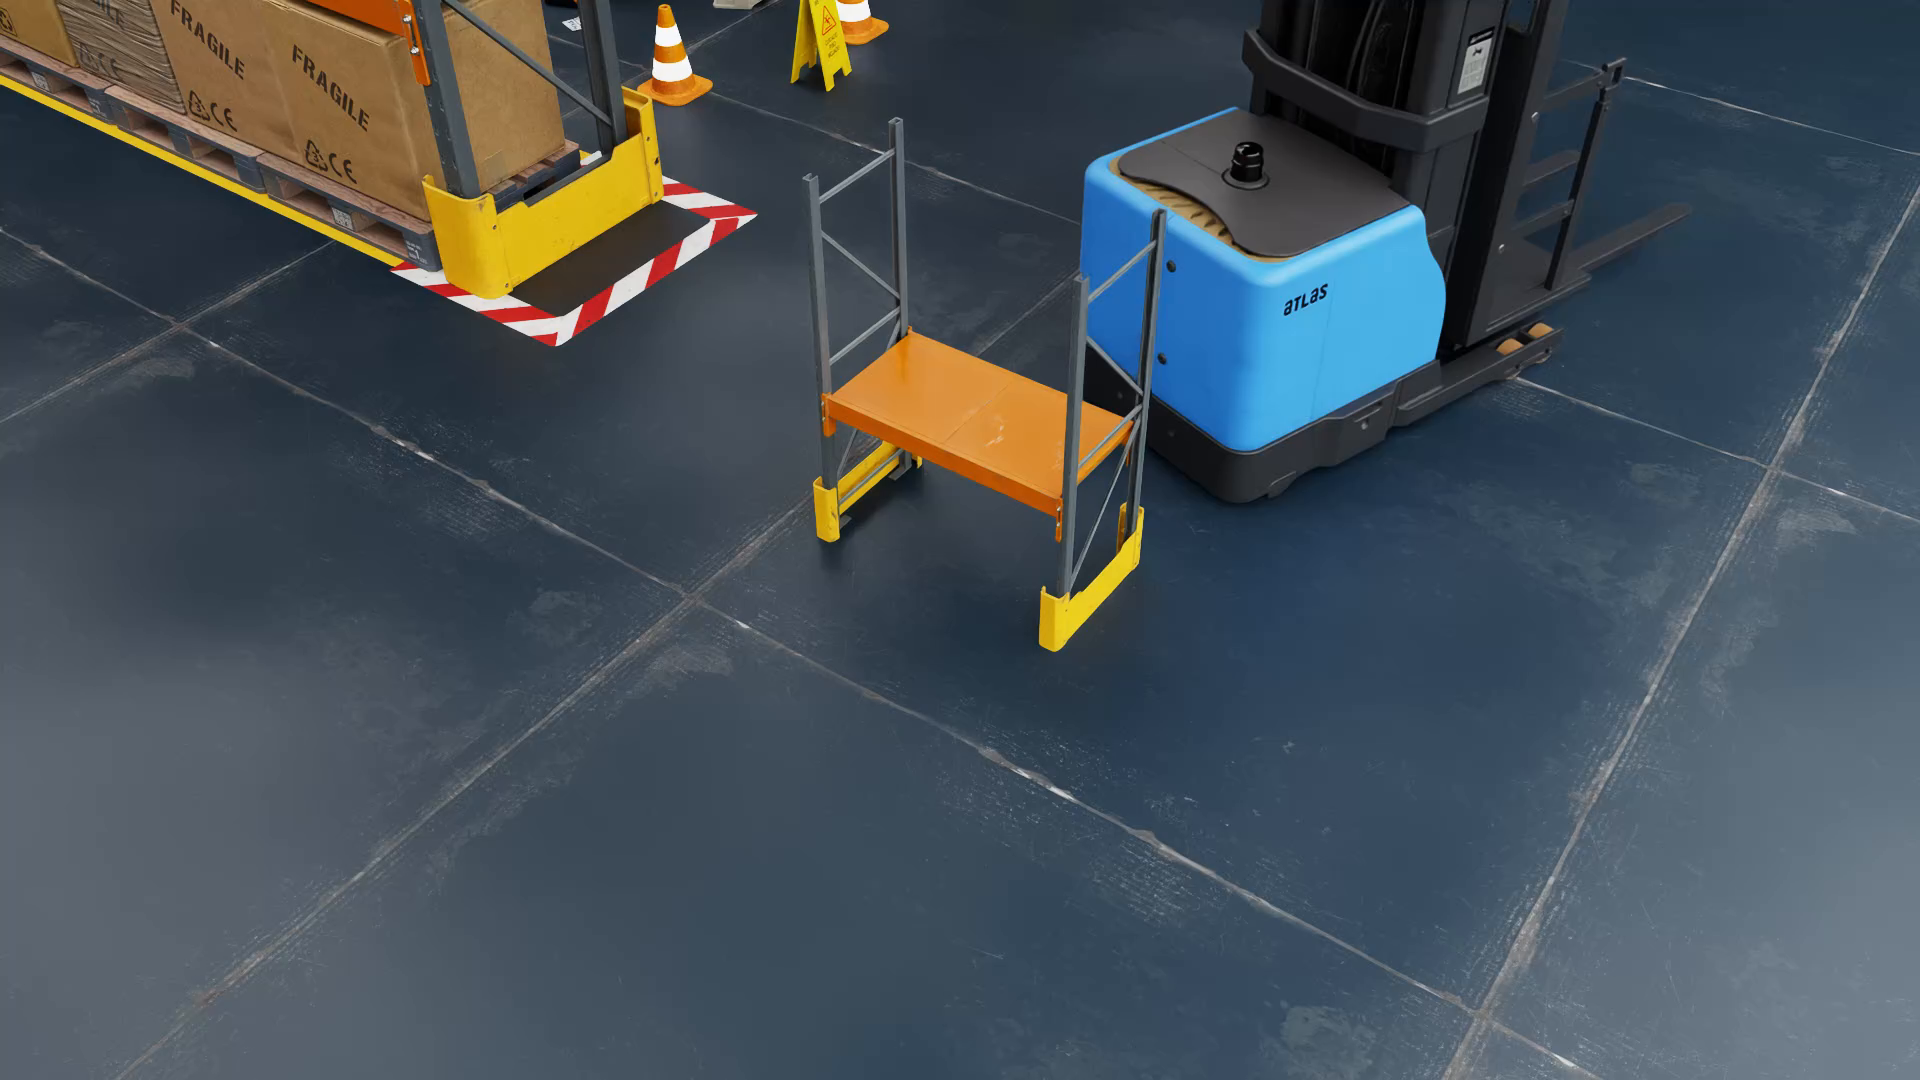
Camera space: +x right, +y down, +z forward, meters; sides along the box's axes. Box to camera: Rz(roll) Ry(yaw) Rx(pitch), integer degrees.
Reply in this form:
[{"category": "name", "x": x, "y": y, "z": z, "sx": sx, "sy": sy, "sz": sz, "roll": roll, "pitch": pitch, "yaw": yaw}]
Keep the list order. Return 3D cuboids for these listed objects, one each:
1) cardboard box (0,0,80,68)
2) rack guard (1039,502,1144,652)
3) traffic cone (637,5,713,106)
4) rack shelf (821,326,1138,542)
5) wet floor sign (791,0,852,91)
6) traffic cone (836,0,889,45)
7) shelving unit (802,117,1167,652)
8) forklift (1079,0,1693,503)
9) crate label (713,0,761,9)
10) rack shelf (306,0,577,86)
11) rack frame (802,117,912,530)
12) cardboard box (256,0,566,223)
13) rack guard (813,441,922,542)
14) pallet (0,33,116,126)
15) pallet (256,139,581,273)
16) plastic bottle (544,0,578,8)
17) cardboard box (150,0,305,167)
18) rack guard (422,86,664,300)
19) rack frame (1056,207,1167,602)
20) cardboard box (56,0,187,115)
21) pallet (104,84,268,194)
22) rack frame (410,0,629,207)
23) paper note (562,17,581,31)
[{"category": "cardboard box", "x": -4.717, "y": -3.190, "z": 8.844, "sx": 0.875, "sy": 0.875, "sz": 0.875, "roll": 26, "pitch": 48, "yaw": 26}, {"category": "rack guard", "x": 0.470, "y": 0.127, "z": 5.921, "sx": 0.087, "sy": 0.250, "sz": 0.587, "roll": 25, "pitch": 48, "yaw": 25}, {"category": "traffic cone", "x": -1.537, "y": -2.606, "z": 8.815, "sx": 0.334, "sy": 0.463, "sz": 0.336, "roll": 25, "pitch": 48, "yaw": 25}, {"category": "rack shelf", "x": 0.070, "y": -0.392, "z": 5.833, "sx": 1.000, "sy": 0.185, "sz": 0.538, "roll": 25, "pitch": 48, "yaw": 25}, {"category": "wet floor sign", "x": -0.757, "y": -2.765, "z": 8.856, "sx": 0.232, "sy": 0.644, "sz": 0.267, "roll": 17, "pitch": 45, "yaw": 18}, {"category": "traffic cone", "x": -0.609, "y": -3.092, "z": 9.359, "sx": 0.334, "sy": 0.463, "sz": 0.336, "roll": 25, "pitch": 48, "yaw": 25}, {"category": "shelving unit", "x": 0.062, "y": -0.530, "z": 5.717, "sx": 1.083, "sy": 1.500, "sz": 0.587, "roll": 25, "pitch": 48, "yaw": 25}, {"category": "forklift", "x": 1.942, "y": -2.029, "z": 6.320, "sx": 3.031, "sy": 2.935, "sz": 1.130, "roll": -26, "pitch": 48, "yaw": -26}, {"category": "crate label", "x": -1.289, "y": -3.238, "z": 9.766, "sx": 0.298, "sy": 0.136, "sz": 0.250, "roll": 3, "pitch": 42, "yaw": 4}, {"category": "rack shelf", "x": -3.555, "y": -3.070, "z": 7.971, "sx": 4.000, "sy": 0.370, "sz": 1.077, "roll": 25, "pitch": 48, "yaw": 25}, {"category": "rack frame", "x": -0.346, "y": -0.721, "z": 5.931, "sx": 0.032, "sy": 1.500, "sz": 0.500, "roll": 25, "pitch": 48, "yaw": 25}, {"category": "cardboard box", "x": -2.510, "y": -2.161, "z": 7.694, "sx": 0.875, "sy": 0.875, "sz": 0.875, "roll": 25, "pitch": 48, "yaw": 26}, {"category": "rack guard", "x": -0.345, "y": -0.255, "z": 6.347, "sx": 0.087, "sy": 0.250, "sz": 0.587, "roll": 25, "pitch": 48, "yaw": 25}, {"category": "pallet", "x": -4.614, "y": -2.731, "z": 9.144, "sx": 1.213, "sy": 0.211, "sz": 1.003, "roll": 25, "pitch": 48, "yaw": 25}, {"category": "pallet", "x": -2.617, "y": -1.797, "z": 8.100, "sx": 1.213, "sy": 0.211, "sz": 1.003, "roll": 25, "pitch": 48, "yaw": 25}, {"category": "plastic bottle", "x": -2.350, "y": -3.196, "z": 9.776, "sx": 0.283, "sy": 0.061, "sz": 0.133, "roll": 10, "pitch": 43, "yaw": 11}, {"category": "cardboard box", "x": -3.232, "y": -2.497, "z": 8.069, "sx": 0.875, "sy": 0.875, "sz": 0.875, "roll": 24, "pitch": 47, "yaw": 25}, {"category": "rack guard", "x": -1.897, "y": -1.632, "z": 7.699, "sx": 0.348, "sy": 0.500, "sz": 1.175, "roll": 25, "pitch": 48, "yaw": 25}, {"category": "rack frame", "x": 0.486, "y": -0.332, "z": 5.496, "sx": 0.032, "sy": 1.500, "sz": 0.500, "roll": 25, "pitch": 48, "yaw": 25}, {"category": "cardboard box", "x": -3.977, "y": -2.847, "z": 8.460, "sx": 0.875, "sy": 0.875, "sz": 0.875, "roll": 25, "pitch": 48, "yaw": 26}, {"category": "pallet", "x": -3.611, "y": -2.264, "z": 8.622, "sx": 1.213, "sy": 0.211, "sz": 1.003, "roll": 25, "pitch": 48, "yaw": 25}, {"category": "rack frame", "x": -1.917, "y": -2.573, "z": 6.875, "sx": 0.127, "sy": 3.000, "sz": 1.000, "roll": 25, "pitch": 48, "yaw": 25}, {"category": "paper note", "x": -2.192, "y": -2.977, "z": 9.555, "sx": 0.144, "sy": 0.017, "sz": 0.142, "roll": -25, "pitch": 48, "yaw": -25}]
